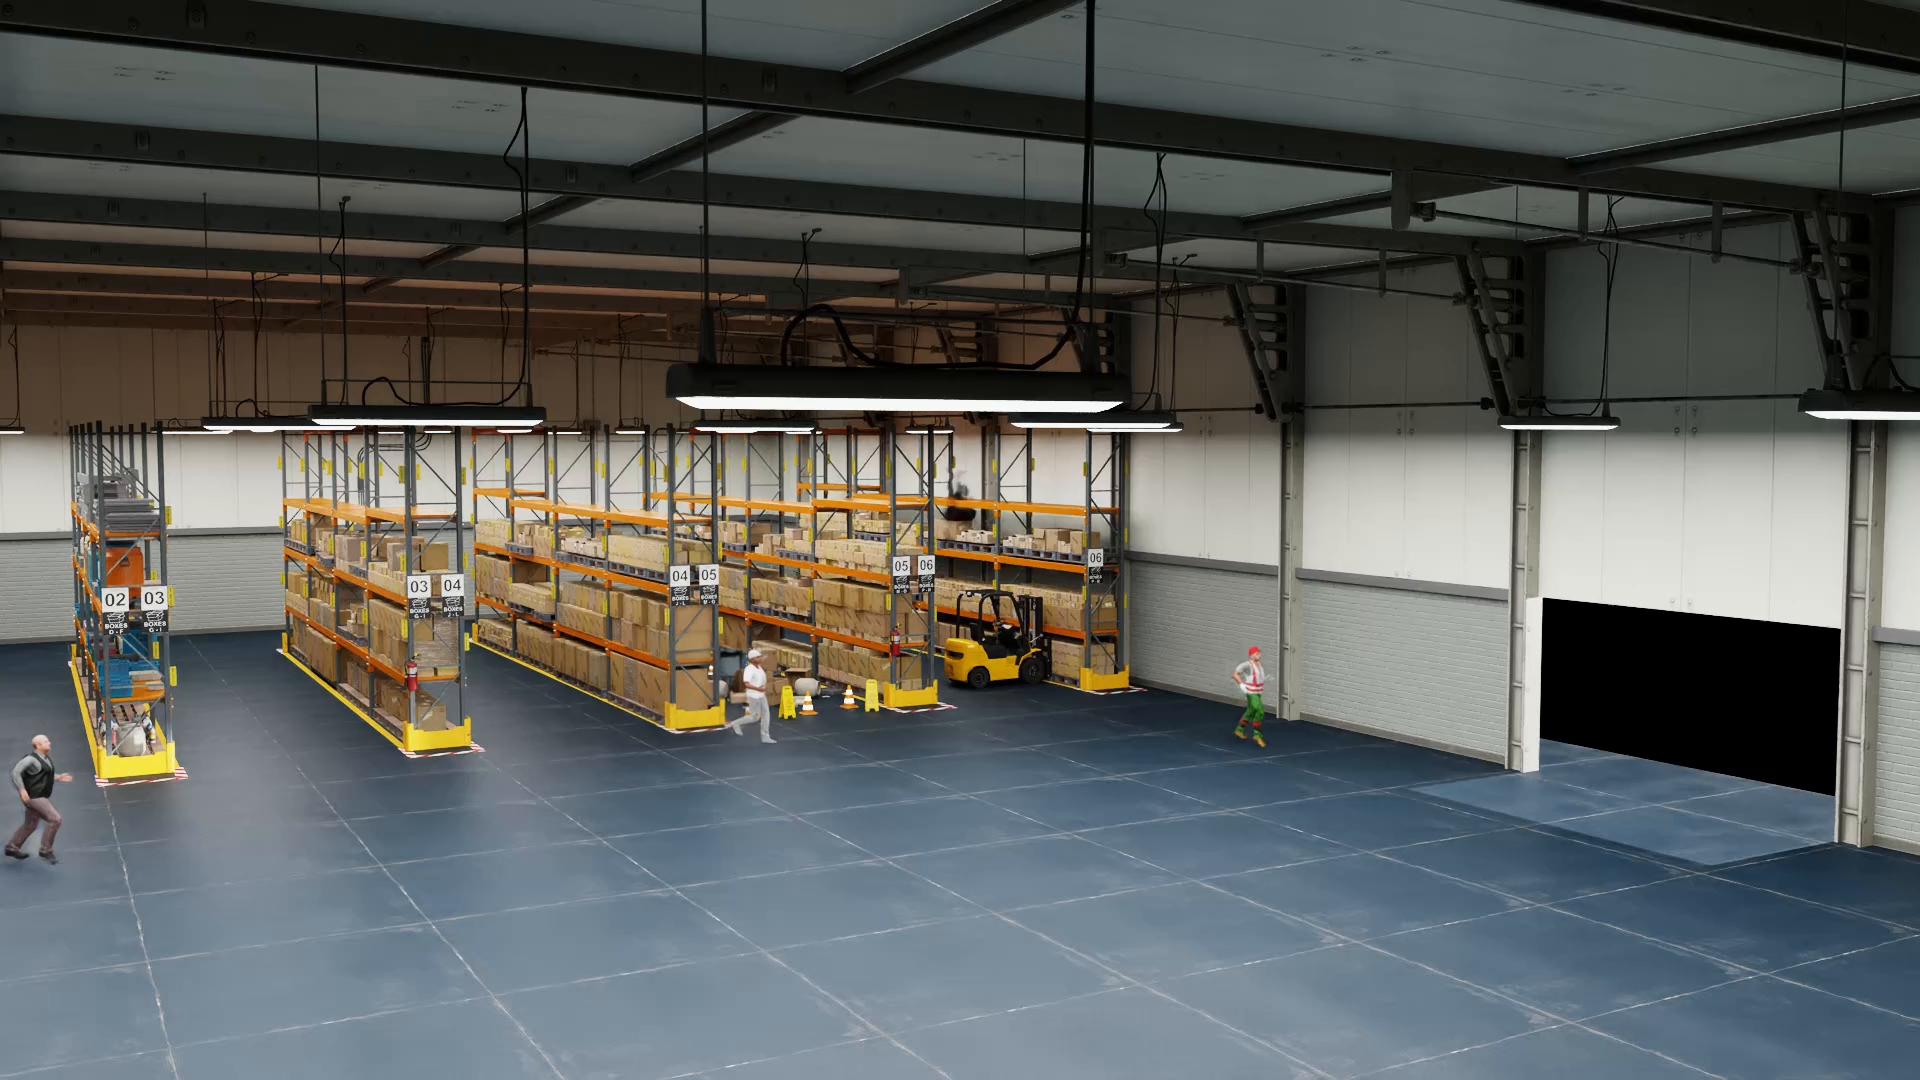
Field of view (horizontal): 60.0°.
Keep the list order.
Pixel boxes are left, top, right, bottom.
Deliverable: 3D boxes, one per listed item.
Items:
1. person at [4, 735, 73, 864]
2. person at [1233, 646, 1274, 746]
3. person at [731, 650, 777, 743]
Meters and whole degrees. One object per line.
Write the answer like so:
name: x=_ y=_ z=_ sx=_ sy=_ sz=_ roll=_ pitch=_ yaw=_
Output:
person: x=-12.420 y=3.499 z=22.370 sx=0.864 sy=1.759 sz=0.579 roll=-1 pitch=4 yaw=-16
person: x=5.478 y=2.908 z=31.099 sx=0.804 sy=1.849 sz=0.634 roll=3 pitch=5 yaw=39
person: x=-3.849 y=2.928 z=31.120 sx=0.899 sy=1.758 sz=0.707 roll=1 pitch=4 yaw=18
